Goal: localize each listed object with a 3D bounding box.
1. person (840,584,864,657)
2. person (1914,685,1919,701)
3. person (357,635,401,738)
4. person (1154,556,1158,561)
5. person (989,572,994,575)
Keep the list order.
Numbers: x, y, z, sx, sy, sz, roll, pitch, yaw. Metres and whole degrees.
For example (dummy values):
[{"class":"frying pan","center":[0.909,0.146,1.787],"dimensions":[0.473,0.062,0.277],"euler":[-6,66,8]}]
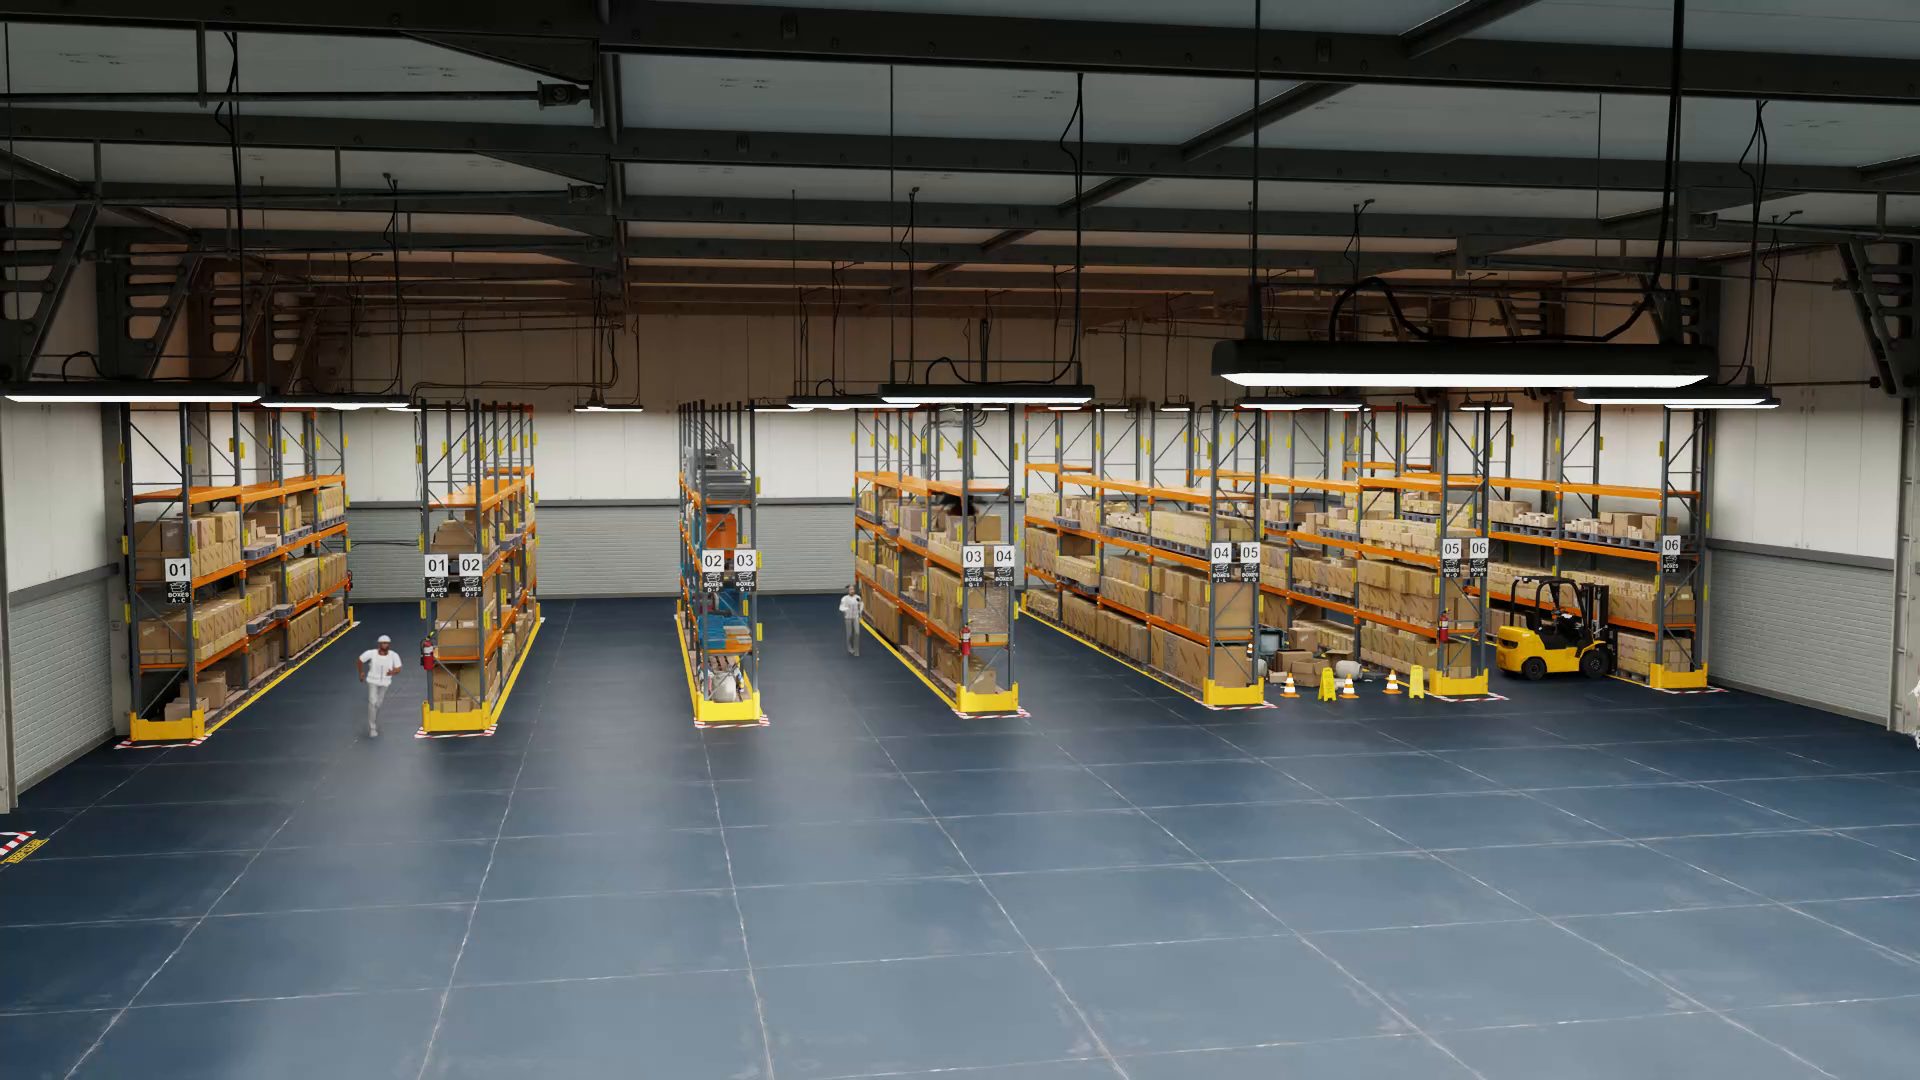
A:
[{"class":"person","center":[-2.566,1.907,39.528],"dimensions":[0.594,1.747,0.753],"euler":[-1,4,-9]},{"class":"person","center":[16.208,2.845,27.567],"dimensions":[0.519,1.567,0.624],"euler":[-1,4,-11]},{"class":"person","center":[-10.399,2.591,29.866],"dimensions":[0.717,1.752,0.934],"euler":[-3,5,-34]},{"class":"person","center":[5.972,1.079,50.796],"dimensions":[0.758,1.646,0.594],"euler":[0,4,-2]},{"class":"person","center":[0.840,1.228,48.011],"dimensions":[0.710,1.744,0.639],"euler":[0,4,5]}]
